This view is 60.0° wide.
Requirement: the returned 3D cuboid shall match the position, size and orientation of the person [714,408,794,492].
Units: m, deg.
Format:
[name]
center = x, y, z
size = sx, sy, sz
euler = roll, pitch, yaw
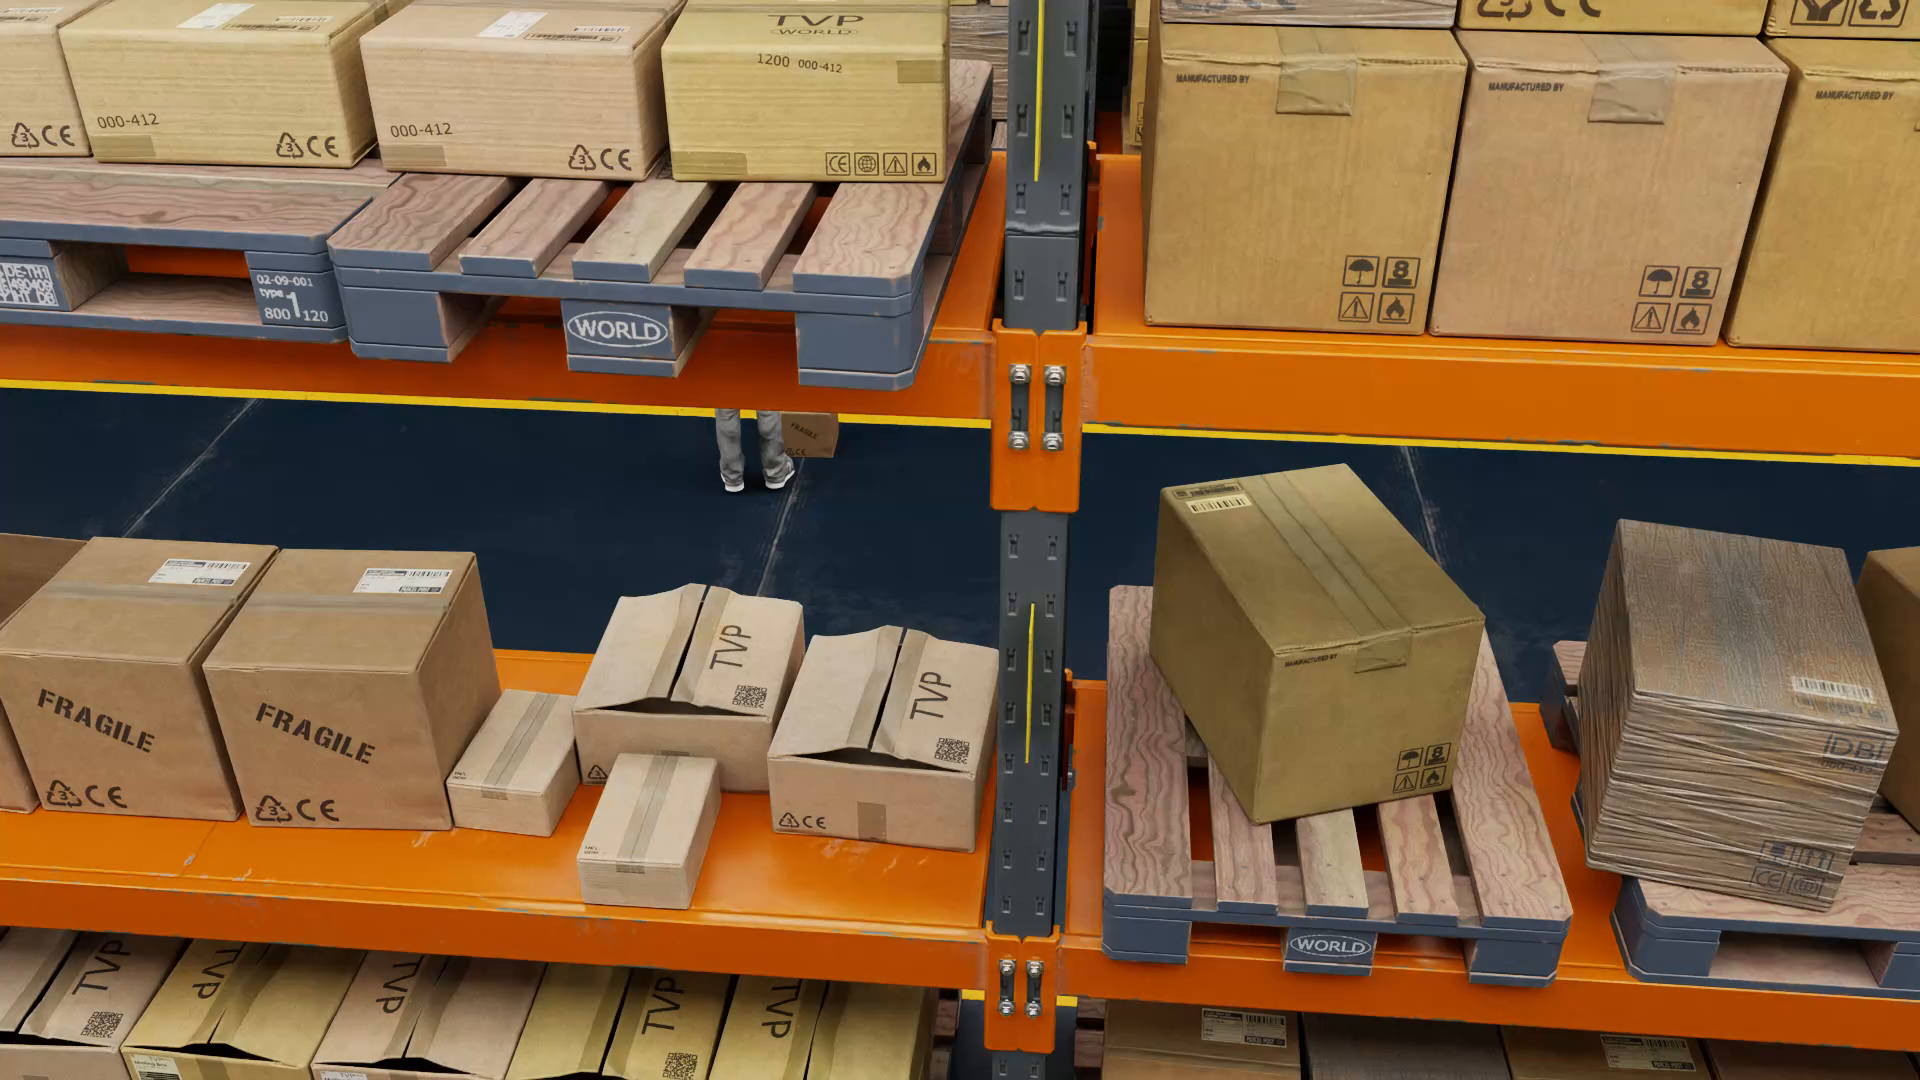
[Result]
[person]
center = -1.010, -0.956, 7.647
size = 0.408, 1.603, 0.324
euler = -2, 32, -3
